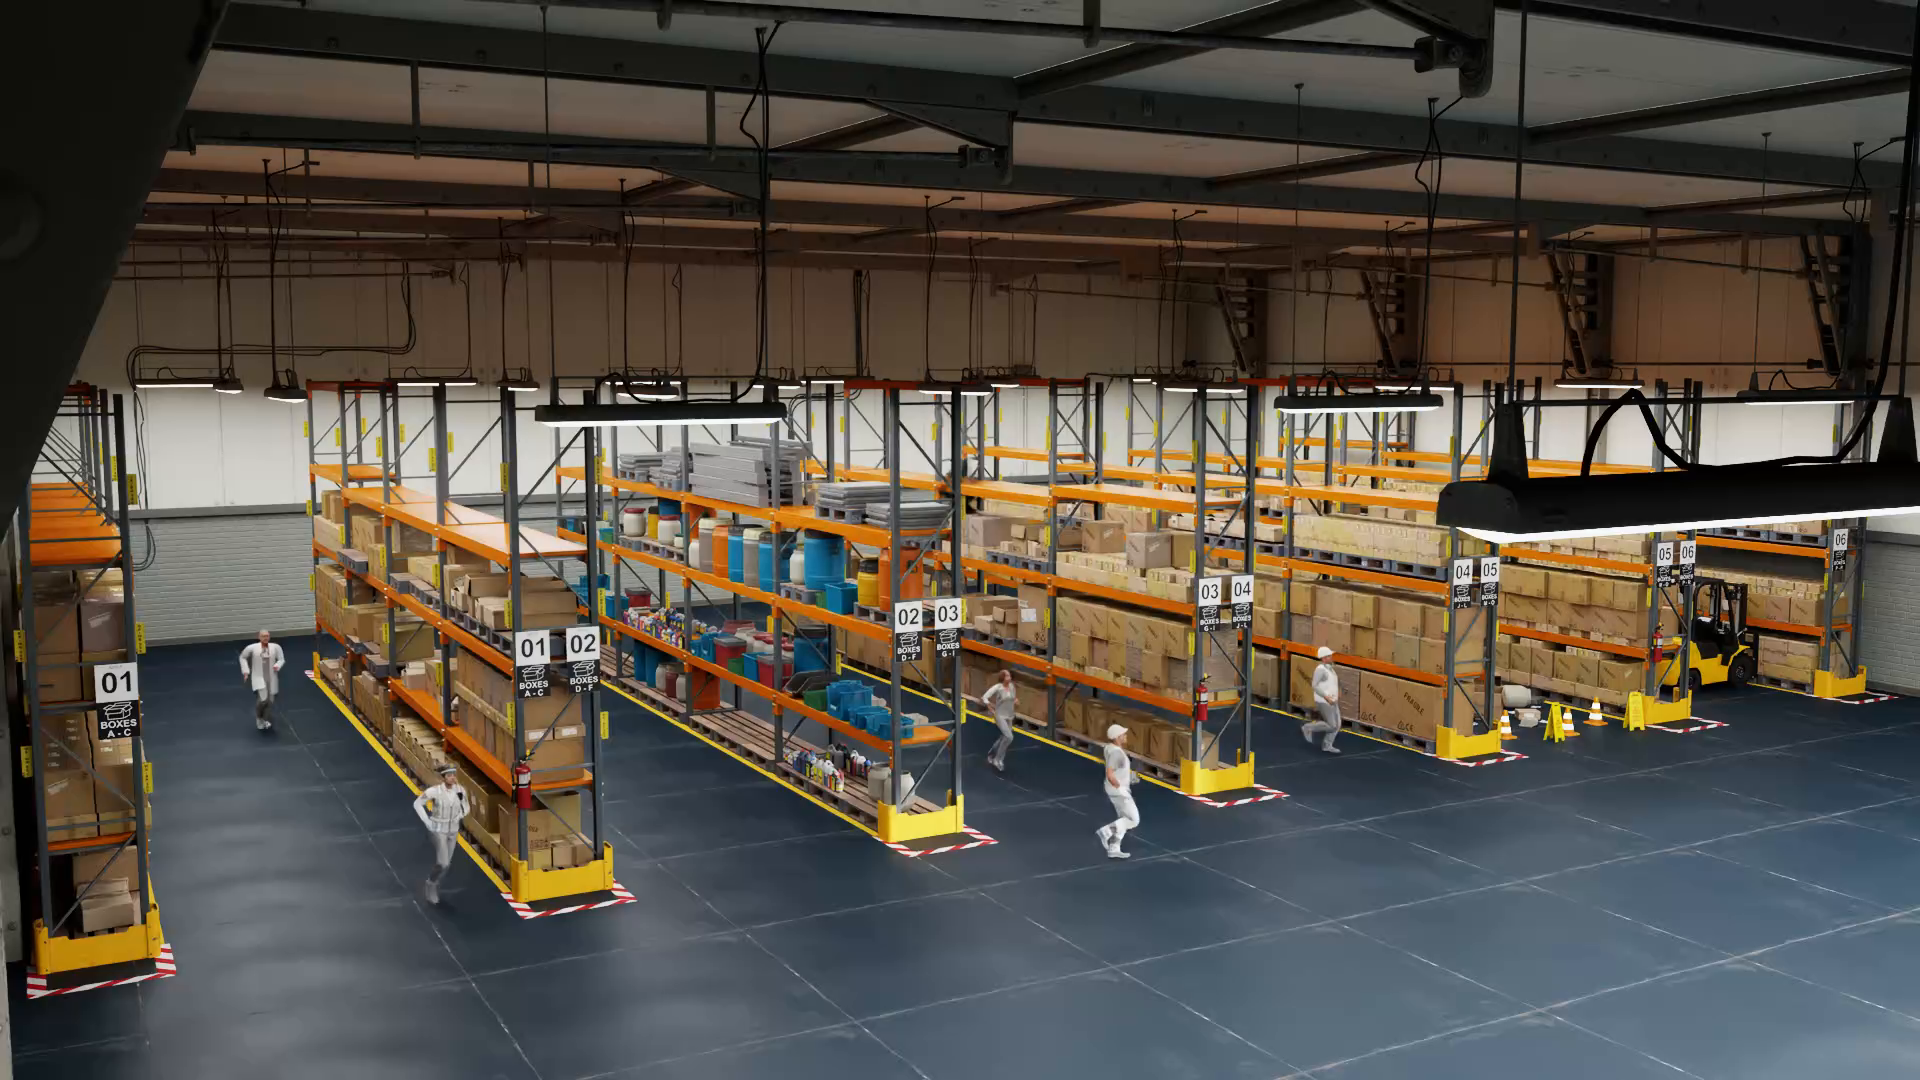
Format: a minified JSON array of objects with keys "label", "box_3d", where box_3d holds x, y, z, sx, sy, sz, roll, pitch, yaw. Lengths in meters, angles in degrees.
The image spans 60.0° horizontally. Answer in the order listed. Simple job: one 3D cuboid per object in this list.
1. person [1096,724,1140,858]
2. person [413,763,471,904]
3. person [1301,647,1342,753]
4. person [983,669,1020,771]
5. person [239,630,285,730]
[{"label":"person","box_3d":[2.021,3.214,21.259,0.597,1.740,0.657,0,6,-4]},{"label":"person","box_3d":[-6.060,3.430,19.539,0.590,1.672,0.563,6,8,44]},{"label":"person","box_3d":[5.919,2.598,27.122,0.625,1.732,0.664,4,7,30]},{"label":"person","box_3d":[0.674,2.794,25.917,0.529,1.584,0.667,-6,8,-42]},{"label":"person","box_3d":[-11.973,2.432,28.640,0.678,1.698,0.808,-5,8,-38]}]
